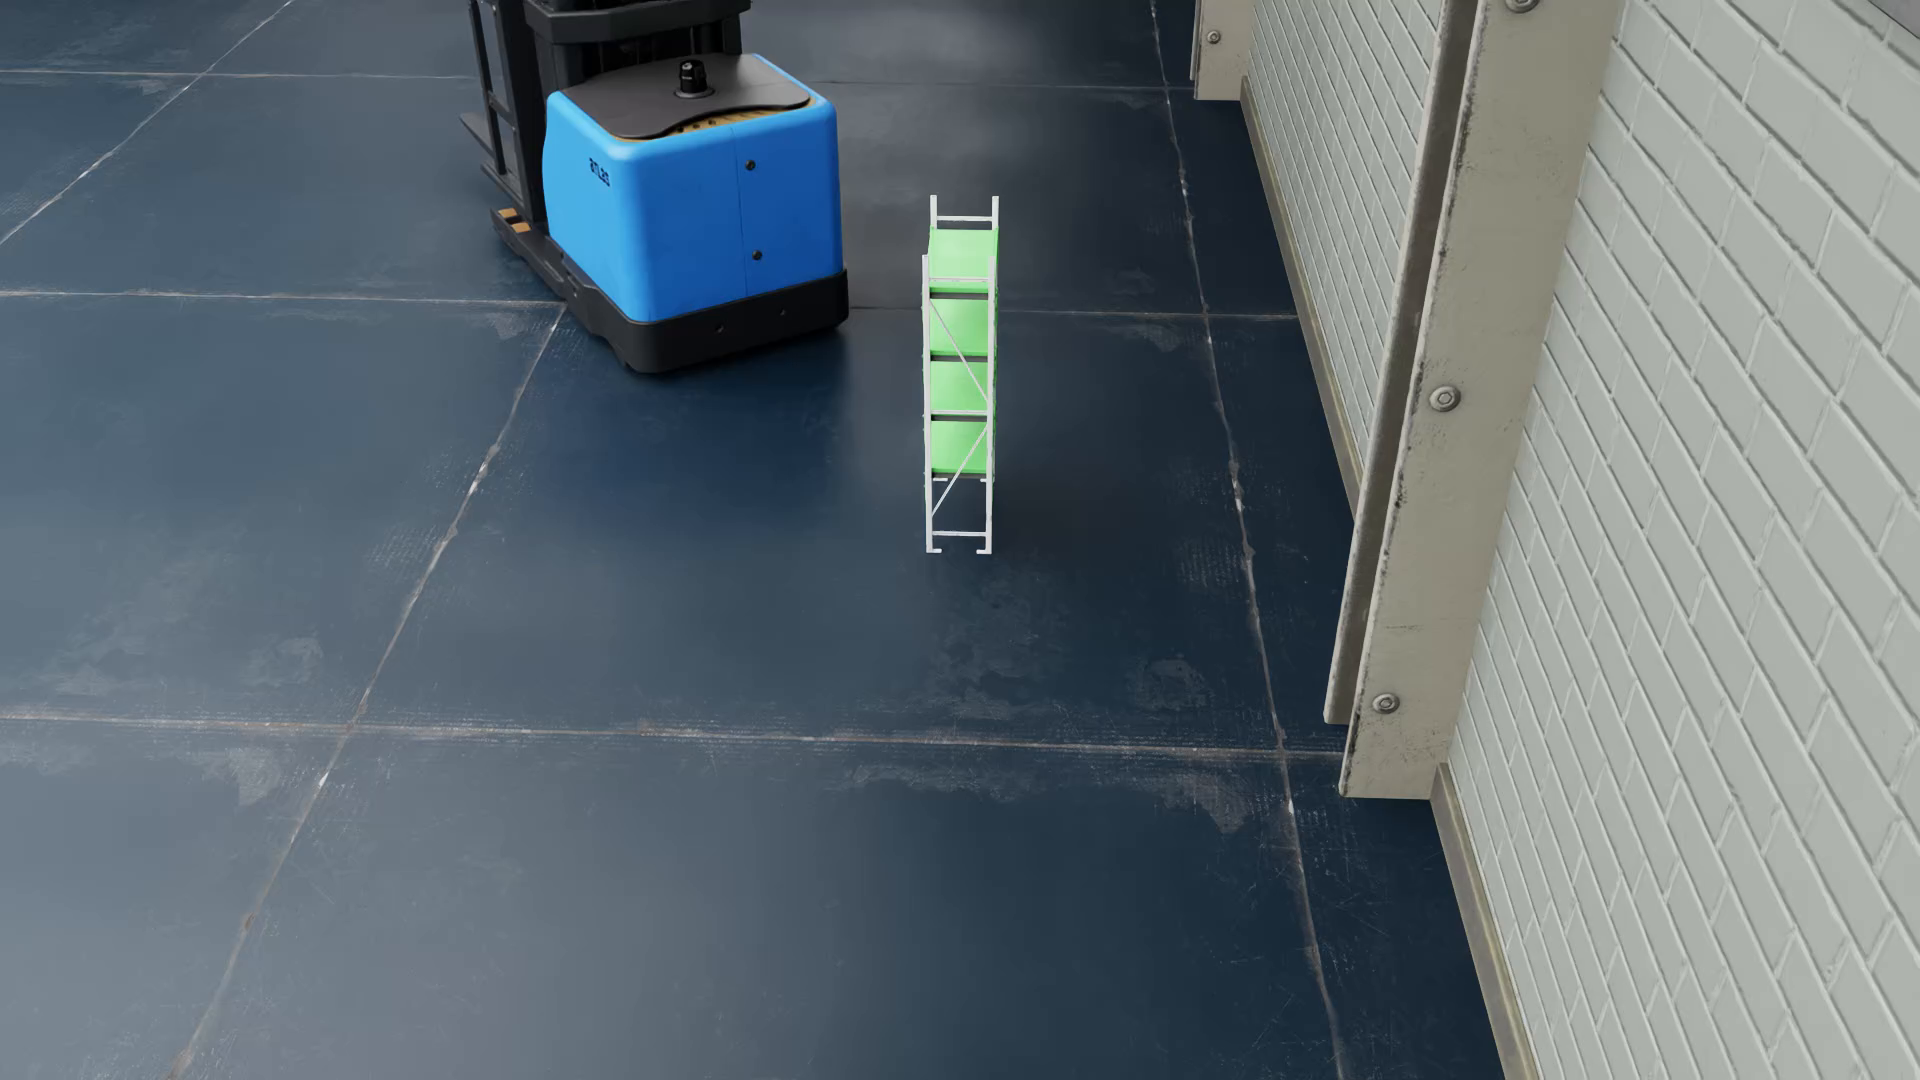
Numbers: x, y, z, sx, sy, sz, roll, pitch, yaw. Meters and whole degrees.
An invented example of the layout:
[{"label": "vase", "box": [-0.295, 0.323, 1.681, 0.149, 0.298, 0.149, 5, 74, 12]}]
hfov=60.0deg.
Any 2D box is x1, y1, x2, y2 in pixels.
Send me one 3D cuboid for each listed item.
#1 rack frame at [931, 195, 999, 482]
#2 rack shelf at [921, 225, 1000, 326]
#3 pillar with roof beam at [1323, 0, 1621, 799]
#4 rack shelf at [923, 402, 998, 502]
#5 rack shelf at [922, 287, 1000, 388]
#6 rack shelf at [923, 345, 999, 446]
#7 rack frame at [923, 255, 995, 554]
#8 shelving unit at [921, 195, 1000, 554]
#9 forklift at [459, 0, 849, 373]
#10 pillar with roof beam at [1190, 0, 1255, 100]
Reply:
[{"label": "rack frame", "box": [0.016, -0.726, 6.240, 0.240, 1.200, 0.015, 1, 35, 2]}, {"label": "rack shelf", "box": [0.007, -0.926, 5.801, 0.258, 0.148, 0.480, 1, 35, 2]}, {"label": "pillar with roof beam", "box": [-2.966, -3.101, 2.836, 9.100, 9.000, 0.400, 1, 35, 2]}, {"label": "rack shelf", "box": [0.007, -0.337, 6.215, 0.258, 0.148, 0.480, 1, 35, 2]}, {"label": "rack shelf", "box": [0.007, -0.730, 5.939, 0.258, 0.148, 0.480, 1, 35, 2]}, {"label": "rack shelf", "box": [0.007, -0.534, 6.077, 0.258, 0.148, 0.480, 1, 35, 2]}, {"label": "rack frame", "box": [-0.003, -0.446, 5.841, 0.240, 1.200, 0.015, 1, 35, 2]}, {"label": "shelving unit", "box": [0.007, -0.586, 6.040, 0.258, 1.200, 0.503, 1, 35, 2]}, {"label": "forklift", "box": [-1.701, -2.733, 7.590, 1.130, 2.935, 3.031, -19, 39, -25]}, {"label": "pillar with roof beam", "box": [-2.725, -6.548, 7.741, 9.100, 9.000, 0.400, 1, 35, 2]}]
